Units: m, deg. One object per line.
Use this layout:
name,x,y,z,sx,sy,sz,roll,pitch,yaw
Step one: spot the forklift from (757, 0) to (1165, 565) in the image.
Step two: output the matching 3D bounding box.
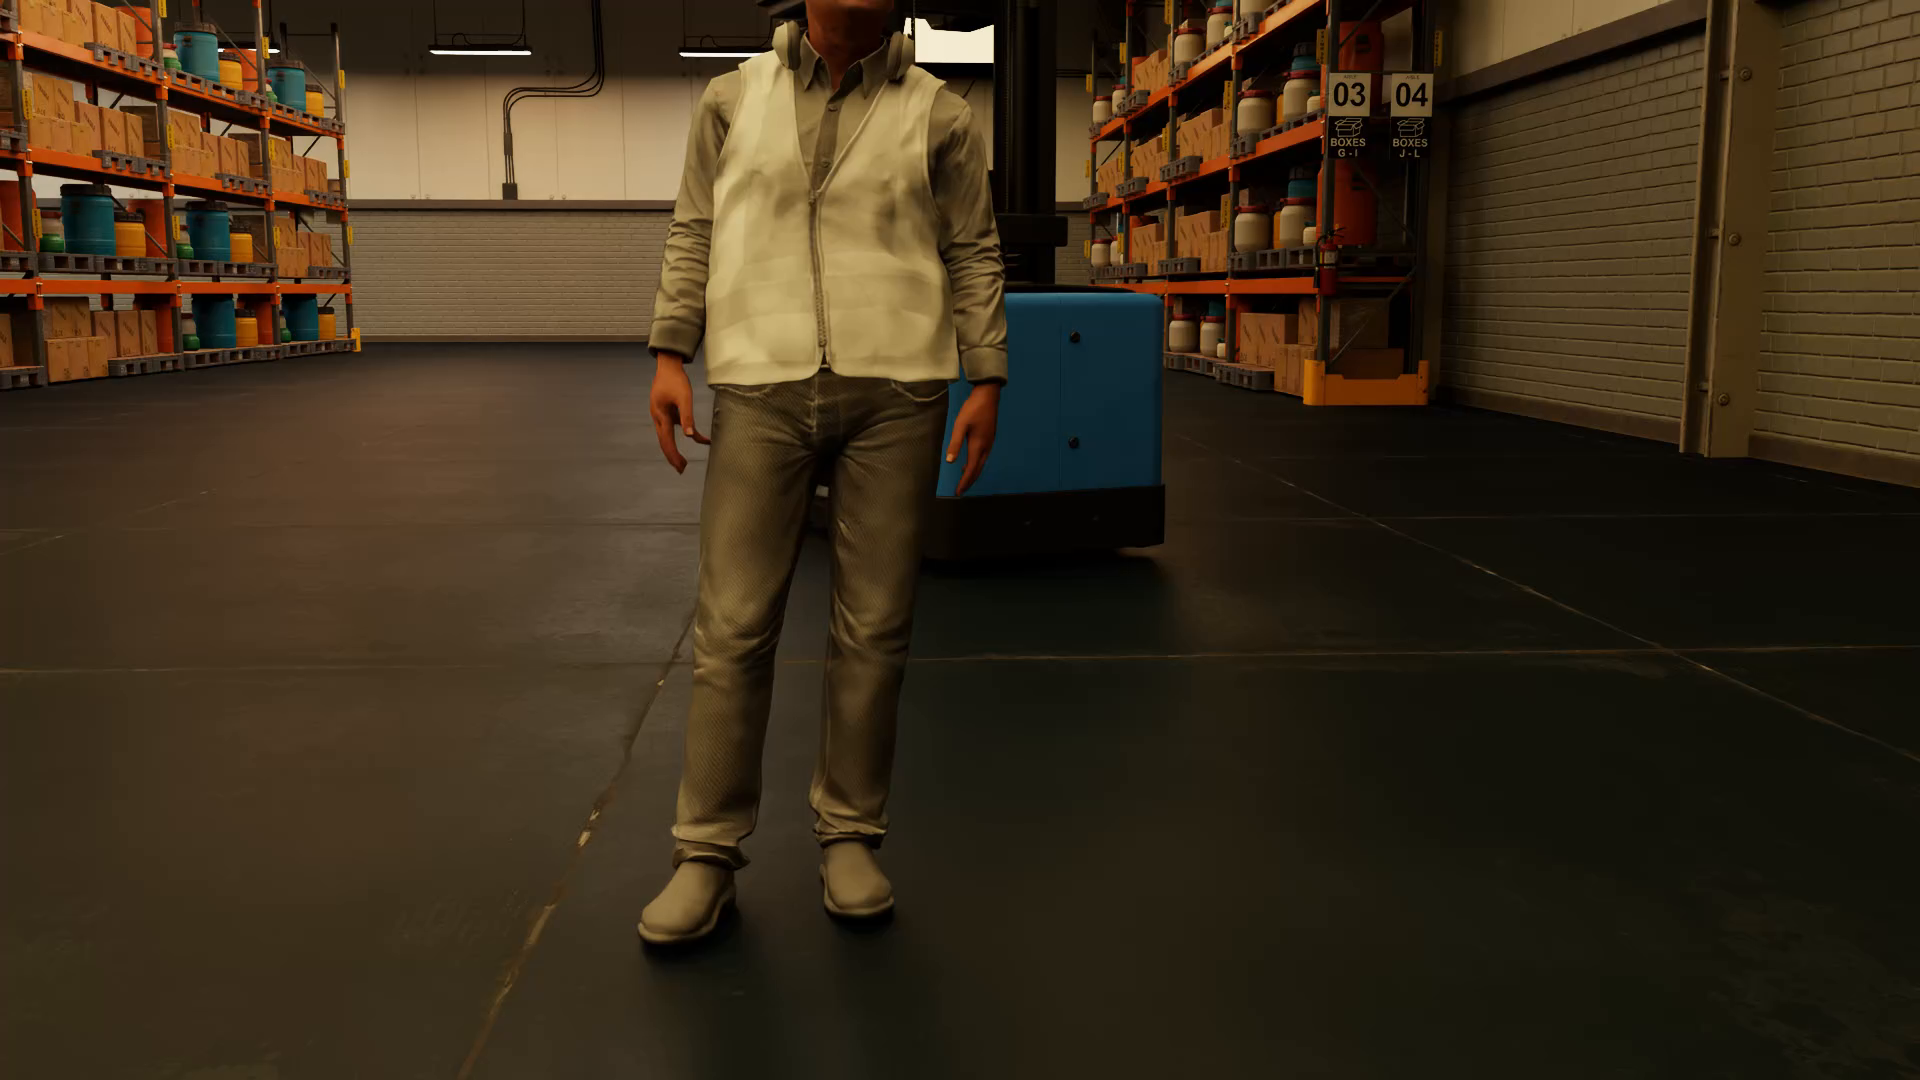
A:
forklift,-0.264,-1.530,7.637,1.130,2.935,3.031,-4,9,-25

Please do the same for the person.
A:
person,-0.230,-0.243,2.855,0.630,1.774,0.568,0,8,-1
